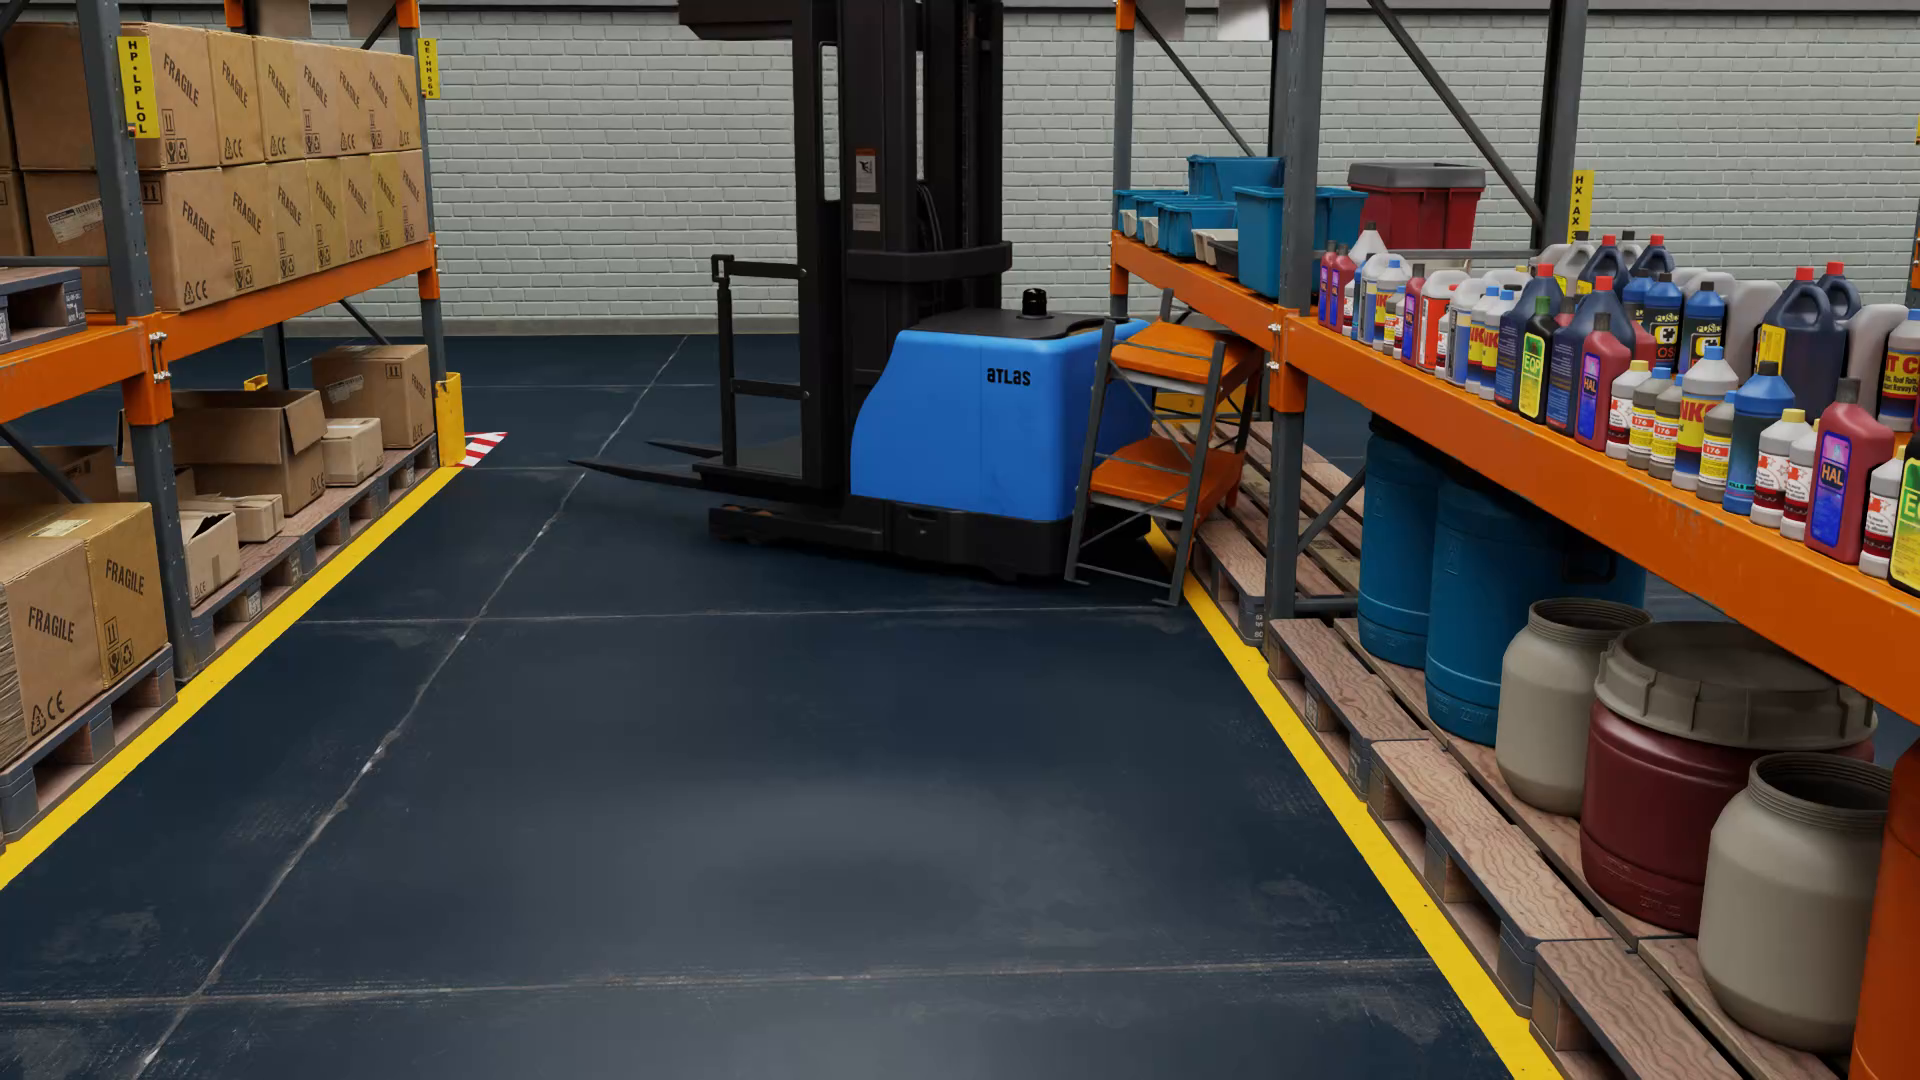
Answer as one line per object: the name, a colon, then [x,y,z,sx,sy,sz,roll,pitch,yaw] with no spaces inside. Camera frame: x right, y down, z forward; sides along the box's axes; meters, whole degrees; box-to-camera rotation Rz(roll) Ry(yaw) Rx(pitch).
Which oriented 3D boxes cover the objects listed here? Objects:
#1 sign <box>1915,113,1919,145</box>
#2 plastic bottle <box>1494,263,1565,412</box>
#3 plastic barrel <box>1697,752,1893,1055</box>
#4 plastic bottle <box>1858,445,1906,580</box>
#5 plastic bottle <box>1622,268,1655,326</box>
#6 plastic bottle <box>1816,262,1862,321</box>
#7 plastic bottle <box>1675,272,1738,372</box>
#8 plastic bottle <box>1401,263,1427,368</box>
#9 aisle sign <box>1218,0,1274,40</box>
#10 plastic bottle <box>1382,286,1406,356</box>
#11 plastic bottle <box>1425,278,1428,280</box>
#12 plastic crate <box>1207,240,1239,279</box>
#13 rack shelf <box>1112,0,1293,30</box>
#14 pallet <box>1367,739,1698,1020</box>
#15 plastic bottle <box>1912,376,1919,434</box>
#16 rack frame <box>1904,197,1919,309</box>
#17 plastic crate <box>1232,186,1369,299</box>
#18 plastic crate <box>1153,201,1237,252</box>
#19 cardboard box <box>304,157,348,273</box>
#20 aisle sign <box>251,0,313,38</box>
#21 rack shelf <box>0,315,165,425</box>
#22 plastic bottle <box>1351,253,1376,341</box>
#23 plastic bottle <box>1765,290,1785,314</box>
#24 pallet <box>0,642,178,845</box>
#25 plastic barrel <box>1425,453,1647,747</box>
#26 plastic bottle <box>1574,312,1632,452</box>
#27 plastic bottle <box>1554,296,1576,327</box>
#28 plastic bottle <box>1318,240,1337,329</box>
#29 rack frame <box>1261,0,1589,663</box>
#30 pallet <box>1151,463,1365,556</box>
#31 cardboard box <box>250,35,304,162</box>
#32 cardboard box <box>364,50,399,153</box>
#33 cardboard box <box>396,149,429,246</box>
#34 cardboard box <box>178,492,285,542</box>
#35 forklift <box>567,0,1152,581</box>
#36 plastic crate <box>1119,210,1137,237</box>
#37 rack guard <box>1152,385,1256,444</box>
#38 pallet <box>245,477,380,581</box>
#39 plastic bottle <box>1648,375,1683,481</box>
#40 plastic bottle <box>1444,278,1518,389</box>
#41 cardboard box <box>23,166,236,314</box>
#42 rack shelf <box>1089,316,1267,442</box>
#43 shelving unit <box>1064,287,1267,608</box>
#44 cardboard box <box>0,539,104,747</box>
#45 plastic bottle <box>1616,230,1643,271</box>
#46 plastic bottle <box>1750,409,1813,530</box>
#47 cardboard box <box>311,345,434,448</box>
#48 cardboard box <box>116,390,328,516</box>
sign: [5.794,-2.534,9.961,0.100,0.325,0.005,-1,14,-3]
plastic bottle: [1.391,-0.492,4.016,0.144,0.351,0.185,-1,14,-3]
plastic barrel: [1.729,0.723,3.346,0.421,0.512,0.421,0,14,0]
plastic bottle: [1.461,-0.045,2.579,0.097,0.201,0.097,0,14,0]
plastic bottle: [1.930,-0.635,4.731,0.097,0.271,0.097,0,14,0]
plastic bottle: [2.105,-0.491,4.015,0.144,0.351,0.185,-1,14,-3]
plastic bottle: [2.062,-0.610,4.626,0.152,0.276,0.135,-1,14,-3]
plastic bottle: [1.305,-0.638,4.719,0.061,0.283,0.133,-1,14,-3]
aisle sign: [1.693,-3.289,9.572,0.394,0.787,0.004,-1,14,-3]
plastic bottle: [1.310,-0.651,4.935,0.097,0.201,0.097,0,14,0]
plastic bottle: [1.447,-0.711,5.169,0.097,0.201,0.097,0,14,0]
plastic crate: [1.315,-1.183,7.035,0.437,0.125,0.590,-1,14,-3]
rack shelf: [1.529,-2.614,7.592,1.077,0.370,4.000,-1,14,-3]
pallet: [1.738,0.834,4.360,1.003,0.211,1.213,-1,14,-3]
plastic bottle: [2.170,-0.362,3.648,0.061,0.283,0.133,-1,14,-3]
rack frame: [6.348,-2.084,10.106,1.000,3.000,0.127,-1,14,-3]
plastic crate: [1.283,-1.145,6.368,0.392,0.384,0.575,-1,14,-3]
plastic crate: [1.173,-1.562,8.291,0.416,0.233,0.300,-1,14,-3]
cardboard box: [-3.148,-1.495,7.615,0.500,0.500,0.500,-1,14,-4]
aisle sign: [-3.836,-3.203,9.240,0.394,0.787,0.004,-1,14,-3]
rack shelf: [-3.167,-0.091,3.805,1.077,0.370,4.000,-1,14,-3]
plastic bottle: [1.289,-0.767,5.245,0.097,0.271,0.097,0,14,0]
plastic bottle: [2.059,-0.487,4.159,0.097,0.271,0.097,0,14,0]
pallet: [-3.203,0.615,5.212,1.003,0.211,1.213,-1,14,-3]
plastic barrel: [1.713,0.112,4.940,0.600,0.901,0.708,-1,14,-3]
plastic bottle: [1.379,-0.340,3.561,0.061,0.283,0.133,-1,14,-3]
plastic bottle: [1.420,-0.420,3.872,0.061,0.283,0.133,-1,14,-3]
plastic bottle: [1.250,-0.858,5.577,0.061,0.283,0.133,-1,14,-3]
rack frame: [1.653,-1.013,5.943,1.000,3.000,0.127,-1,14,-3]
pallet: [1.490,-0.149,8.180,1.003,0.211,1.213,-1,14,-3]
cardboard box: [-3.103,-1.847,6.980,0.500,0.500,0.500,-1,14,-5]
cardboard box: [-3.205,-2.233,8.476,0.500,0.500,0.500,0,14,-2]
cardboard box: [-3.240,-1.873,9.086,0.500,0.500,0.500,0,14,-2]
cardboard box: [-3.165,-0.101,7.201,0.380,0.166,0.250,-1,14,-3]
forklift: [-0.613,-1.495,7.953,3.031,2.935,1.130,9,17,31]
plastic crate: [1.029,-1.761,9.261,0.250,0.136,0.298,-1,14,-3]
rack guard: [1.391,-0.803,10.143,1.175,0.500,0.348,-1,14,-3]
pallet: [-3.411,-0.062,7.842,1.003,0.211,1.213,-1,14,-3]
plastic bottle: [1.416,-0.223,3.272,0.097,0.201,0.097,0,14,0]
plastic bottle: [1.373,-0.544,4.369,0.152,0.276,0.135,-1,14,-3]
cardboard box: [-3.051,-1.117,6.145,0.500,0.500,0.500,-1,14,-2]
rack shelf: [0.961,-0.715,7.185,0.538,0.278,1.000,14,20,17]
shelving unit: [0.924,-0.440,7.279,0.538,1.125,1.048,14,20,17]
cardboard box: [-2.952,0.302,4.967,0.500,0.500,0.500,-1,14,-3]
plastic bottle: [2.036,-0.765,5.080,0.144,0.351,0.185,-1,14,-3]
plastic bottle: [1.441,-0.126,2.896,0.097,0.201,0.097,0,14,0]
cardboard box: [-3.260,-0.803,9.261,0.500,0.500,0.500,-1,14,-3]
cardboard box: [-3.413,-0.408,7.721,0.797,0.503,0.637,-1,14,-3]
